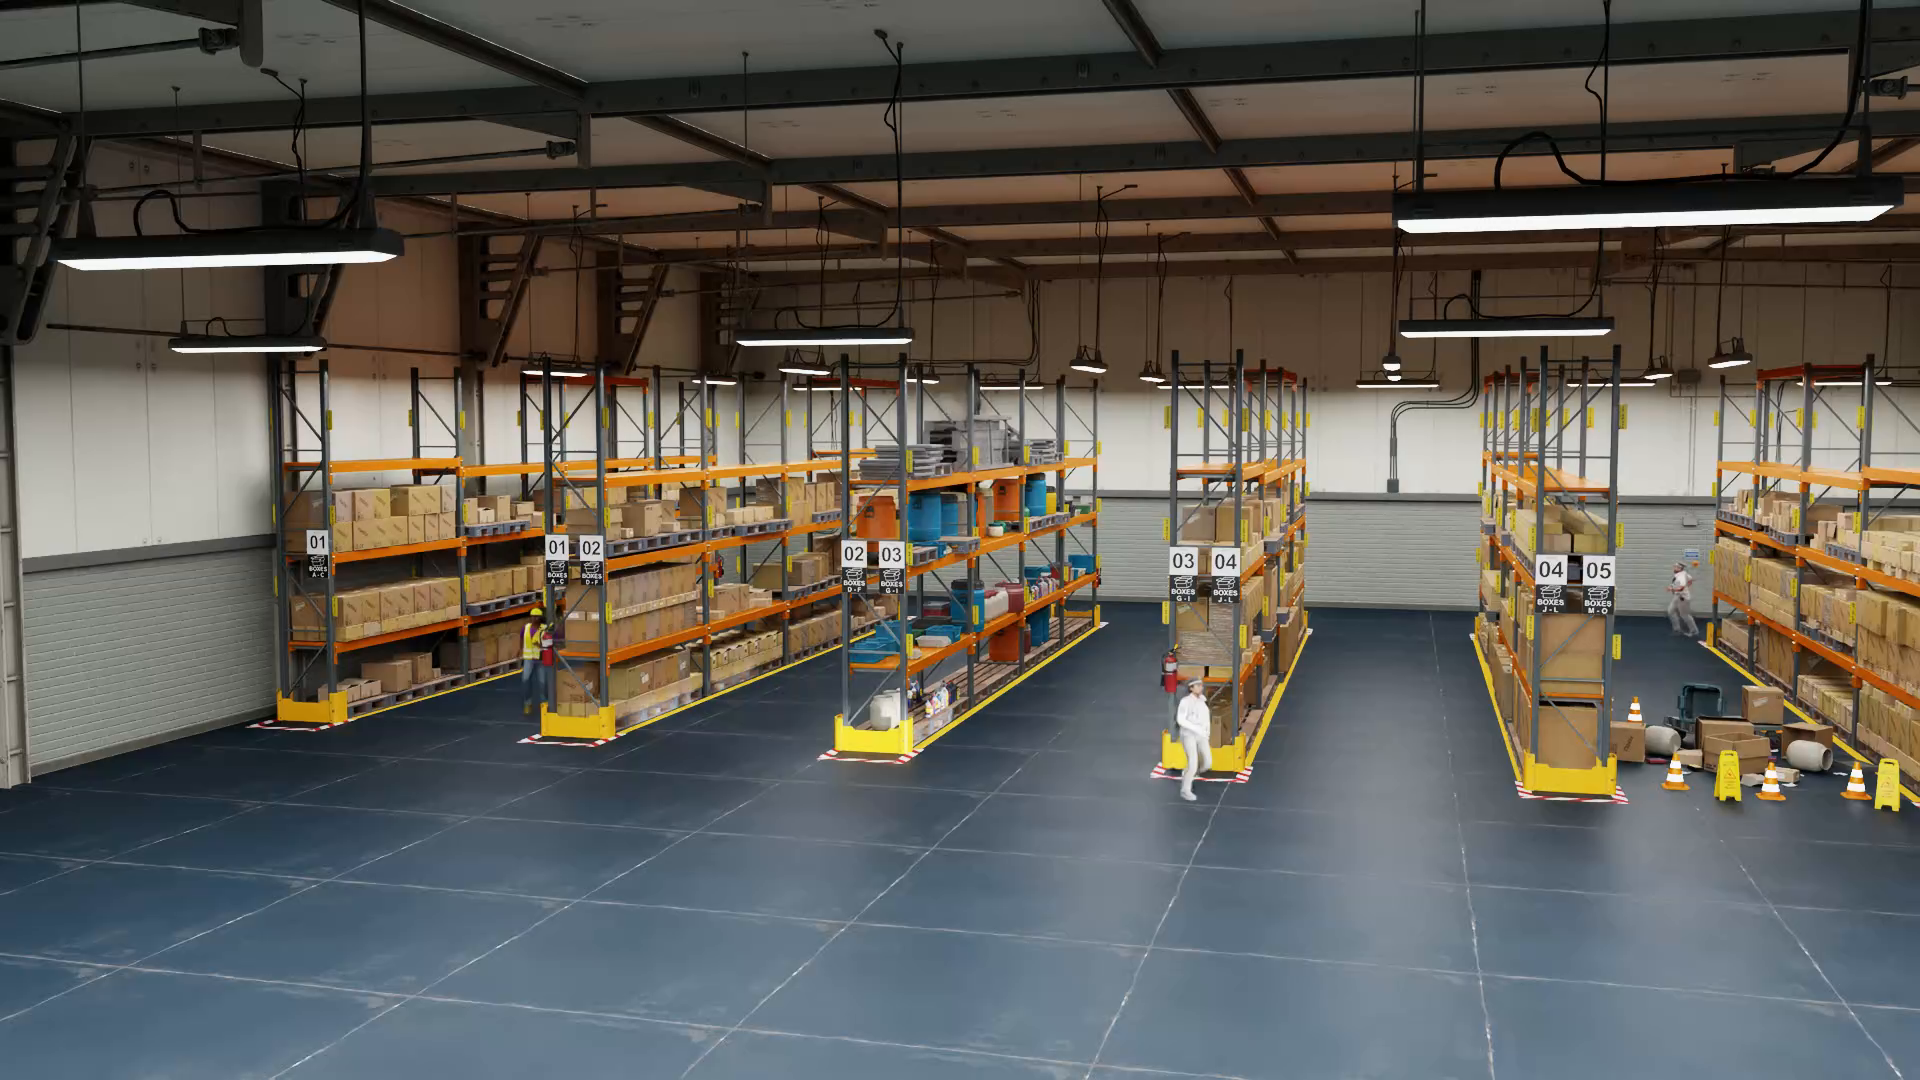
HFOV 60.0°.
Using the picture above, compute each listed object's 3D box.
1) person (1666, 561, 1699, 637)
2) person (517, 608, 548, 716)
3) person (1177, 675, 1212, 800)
[{"bbox_3d":[16.616,1.388,38.213,0.750,1.836,0.675,1,4,18],"label":"person"},{"bbox_3d":[-7.266,2.077,28.475,0.678,1.830,0.770,0,4,0],"label":"person"},{"bbox_3d":[3.138,2.602,22.010,0.662,1.660,0.576,-3,5,-36],"label":"person"}]
